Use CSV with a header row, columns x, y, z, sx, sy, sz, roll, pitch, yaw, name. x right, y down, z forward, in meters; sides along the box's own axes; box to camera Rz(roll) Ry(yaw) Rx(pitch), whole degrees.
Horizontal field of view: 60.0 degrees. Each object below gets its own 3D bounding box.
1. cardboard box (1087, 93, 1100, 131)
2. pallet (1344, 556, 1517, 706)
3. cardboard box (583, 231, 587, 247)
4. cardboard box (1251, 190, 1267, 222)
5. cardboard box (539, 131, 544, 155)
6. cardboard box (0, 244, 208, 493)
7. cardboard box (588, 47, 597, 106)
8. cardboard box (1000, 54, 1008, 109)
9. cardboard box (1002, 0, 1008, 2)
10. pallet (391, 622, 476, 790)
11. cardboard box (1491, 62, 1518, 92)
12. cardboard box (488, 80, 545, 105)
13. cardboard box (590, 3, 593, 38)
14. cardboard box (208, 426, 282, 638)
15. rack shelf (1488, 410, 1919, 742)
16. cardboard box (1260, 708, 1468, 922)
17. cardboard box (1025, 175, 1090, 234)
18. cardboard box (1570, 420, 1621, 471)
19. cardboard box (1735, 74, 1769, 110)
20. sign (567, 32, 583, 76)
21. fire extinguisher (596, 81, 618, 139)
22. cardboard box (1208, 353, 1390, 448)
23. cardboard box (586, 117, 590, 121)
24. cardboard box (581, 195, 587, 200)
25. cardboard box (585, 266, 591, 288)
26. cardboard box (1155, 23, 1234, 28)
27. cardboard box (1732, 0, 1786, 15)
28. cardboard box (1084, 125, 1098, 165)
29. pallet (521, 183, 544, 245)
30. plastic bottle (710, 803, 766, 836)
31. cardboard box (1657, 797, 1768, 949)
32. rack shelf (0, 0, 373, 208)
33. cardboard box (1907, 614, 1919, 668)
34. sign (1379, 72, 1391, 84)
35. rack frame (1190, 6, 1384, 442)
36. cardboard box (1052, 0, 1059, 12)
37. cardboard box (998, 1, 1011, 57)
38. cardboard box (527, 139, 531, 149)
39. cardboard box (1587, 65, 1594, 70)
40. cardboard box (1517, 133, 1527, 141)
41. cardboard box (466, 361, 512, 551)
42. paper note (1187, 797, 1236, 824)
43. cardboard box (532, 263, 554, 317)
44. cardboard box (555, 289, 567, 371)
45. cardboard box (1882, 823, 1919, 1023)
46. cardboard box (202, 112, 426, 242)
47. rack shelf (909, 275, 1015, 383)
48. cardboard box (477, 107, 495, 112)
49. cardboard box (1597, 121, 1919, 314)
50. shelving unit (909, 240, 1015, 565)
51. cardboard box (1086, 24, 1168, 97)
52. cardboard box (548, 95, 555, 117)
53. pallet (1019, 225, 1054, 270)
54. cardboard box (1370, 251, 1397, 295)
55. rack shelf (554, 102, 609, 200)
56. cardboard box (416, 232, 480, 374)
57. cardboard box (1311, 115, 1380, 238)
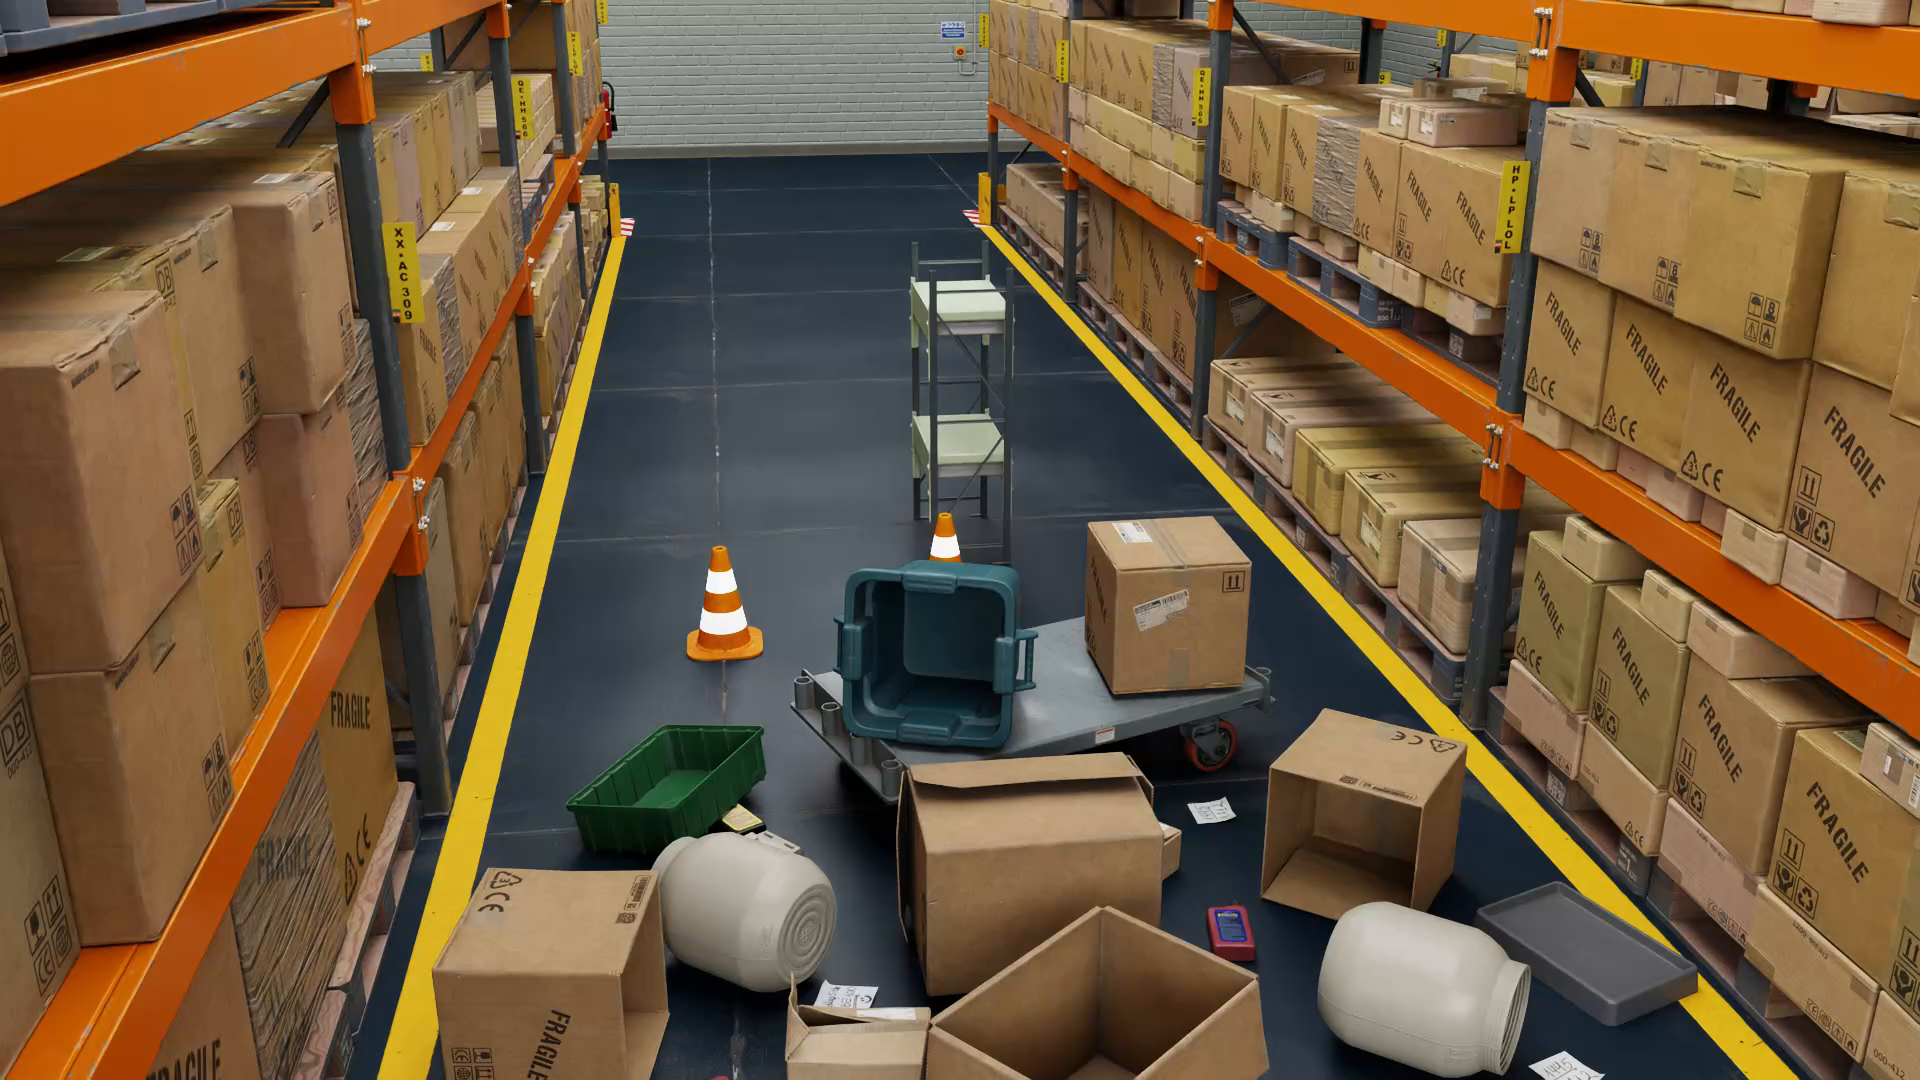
x,y,z,sx,sy,sz,roll,pitch,yaw,name
1.263,-3.267,12.676,0.500,0.250,0.500,-3,21,-7,cardboard box
2.416,0.358,7.456,1.003,0.211,1.213,-3,21,-8,pallet
-3.492,-2.662,14.606,0.380,0.149,0.250,-2,21,-5,cardboard box
1.817,-1.824,9.072,0.380,0.149,0.250,-4,21,-11,cardboard box
-3.101,-2.757,11.568,0.380,0.149,0.250,-4,21,-10,cardboard box
-2.115,-0.279,3.419,0.875,0.550,0.500,-3,21,-8,cardboard box
-3.613,-4.239,15.211,0.500,0.500,0.500,-3,21,-8,cardboard box
0.685,-4.526,16.405,0.500,0.500,0.500,-3,21,-9,cardboard box
0.609,-5.333,16.209,0.380,0.149,0.250,-2,21,-6,cardboard box
-2.540,0.649,6.678,1.003,0.211,1.213,-3,21,-8,pallet
5.659,-4.634,16.625,0.500,0.250,0.500,-3,21,-9,cardboard box
-3.182,-3.210,11.933,0.380,0.149,0.250,-4,21,-9,cardboard box
-3.699,-4.882,15.504,0.500,0.500,0.500,-4,21,-10,cardboard box
-2.226,0.045,4.095,0.875,0.550,0.550,-3,21,-8,cardboard box
2.818,0.351,4.519,1.077,0.370,4.000,-3,21,-8,rack shelf
1.337,0.930,5.507,0.500,0.500,0.500,12,24,29,cardboard box
1.134,-3.290,16.300,0.875,0.438,0.875,-2,21,-6,cardboard box
2.345,-0.351,5.728,0.380,0.149,0.250,-2,21,-6,cardboard box
6.324,-3.314,12.559,0.700,0.500,0.500,-3,21,-8,cardboard box
-2.959,-3.736,12.776,0.100,0.325,0.005,-3,21,-8,sign
-3.664,-4.449,16.983,0.296,0.674,0.183,-3,21,-8,fire extinguisher
2.024,-0.833,9.816,0.950,0.372,0.625,-4,21,-11,cardboard box
-3.639,-3.979,15.441,0.380,0.149,0.250,-4,21,-10,cardboard box
-3.618,-3.065,15.261,0.380,0.149,0.250,-4,21,-10,cardboard box
-3.242,-2.168,13.707,0.380,0.149,0.250,-4,21,-10,cardboard box
1.771,-3.643,12.612,0.500,0.500,0.500,-3,21,-7,cardboard box
2.456,-1.584,4.741,0.380,0.149,0.250,-2,21,-6,cardboard box
1.254,-3.034,12.766,0.500,0.250,0.500,-3,21,-9,cardboard box
-3.139,-1.931,9.873,1.213,0.211,1.003,-3,21,-8,pallet
-0.821,1.002,5.947,0.133,0.061,0.283,-15,25,-35,plastic bottle
2.514,0.998,5.086,0.500,0.250,0.500,-3,21,-8,cardboard box
-2.066,-0.770,3.232,1.077,0.370,4.000,-3,21,-8,rack shelf
2.587,0.266,4.077,0.380,0.149,0.250,-3,21,-8,cardboard box
2.488,-2.600,9.848,0.100,0.325,0.005,-3,21,-8,sign
1.953,-2.064,9.955,1.000,3.000,0.127,-3,21,-8,rack frame
1.006,-4.629,14.323,0.380,0.149,0.250,-3,21,-8,cardboard box
0.668,-4.990,16.217,0.500,0.500,0.500,-3,21,-9,cardboard box
-2.989,-2.621,10.780,0.380,0.149,0.250,-3,21,-8,cardboard box
6.255,-4.477,16.206,0.500,0.250,0.500,-3,21,-8,cardboard box
2.615,-1.584,7.502,0.500,0.500,0.500,-3,21,-8,cardboard box
-2.803,-0.404,8.126,1.050,0.750,0.750,-3,21,-7,cardboard box
0.918,0.981,6.045,0.148,0.019,0.142,-3,21,-8,paper note
-2.864,-1.583,10.567,0.500,0.250,0.500,-3,21,-8,cardboard box
-2.935,-1.414,11.188,0.500,0.500,0.500,-3,21,-9,cardboard box
2.654,1.001,4.006,0.500,0.500,0.500,-2,21,-6,cardboard box
-2.580,-1.434,6.697,0.700,0.500,0.500,-3,21,-7,cardboard box
0.001,-1.066,8.311,0.431,0.370,0.720,-3,21,-8,rack shelf
-2.916,-2.577,10.236,0.380,0.149,0.250,-4,21,-10,cardboard box
2.430,-0.992,5.089,0.700,0.500,0.500,-3,21,-7,cardboard box
0.001,-0.700,8.448,0.431,1.500,0.755,-3,21,-8,shelving unit
1.256,-3.622,12.556,0.500,0.500,0.500,-3,21,-8,cardboard box
-3.255,-3.255,12.477,0.380,0.149,0.250,-2,21,-6,cardboard box
1.165,-2.833,16.000,1.003,0.211,1.213,-3,21,-8,pallet
2.049,-1.190,7.374,0.380,0.149,0.250,-3,21,-7,cardboard box
-3.796,-3.520,14.881,1.077,0.370,4.000,-3,21,-8,rack shelf
-2.307,-0.985,6.923,0.500,0.500,0.500,-3,21,-8,cardboard box
2.018,-1.742,7.925,0.500,0.500,0.500,-4,21,-10,cardboard box
